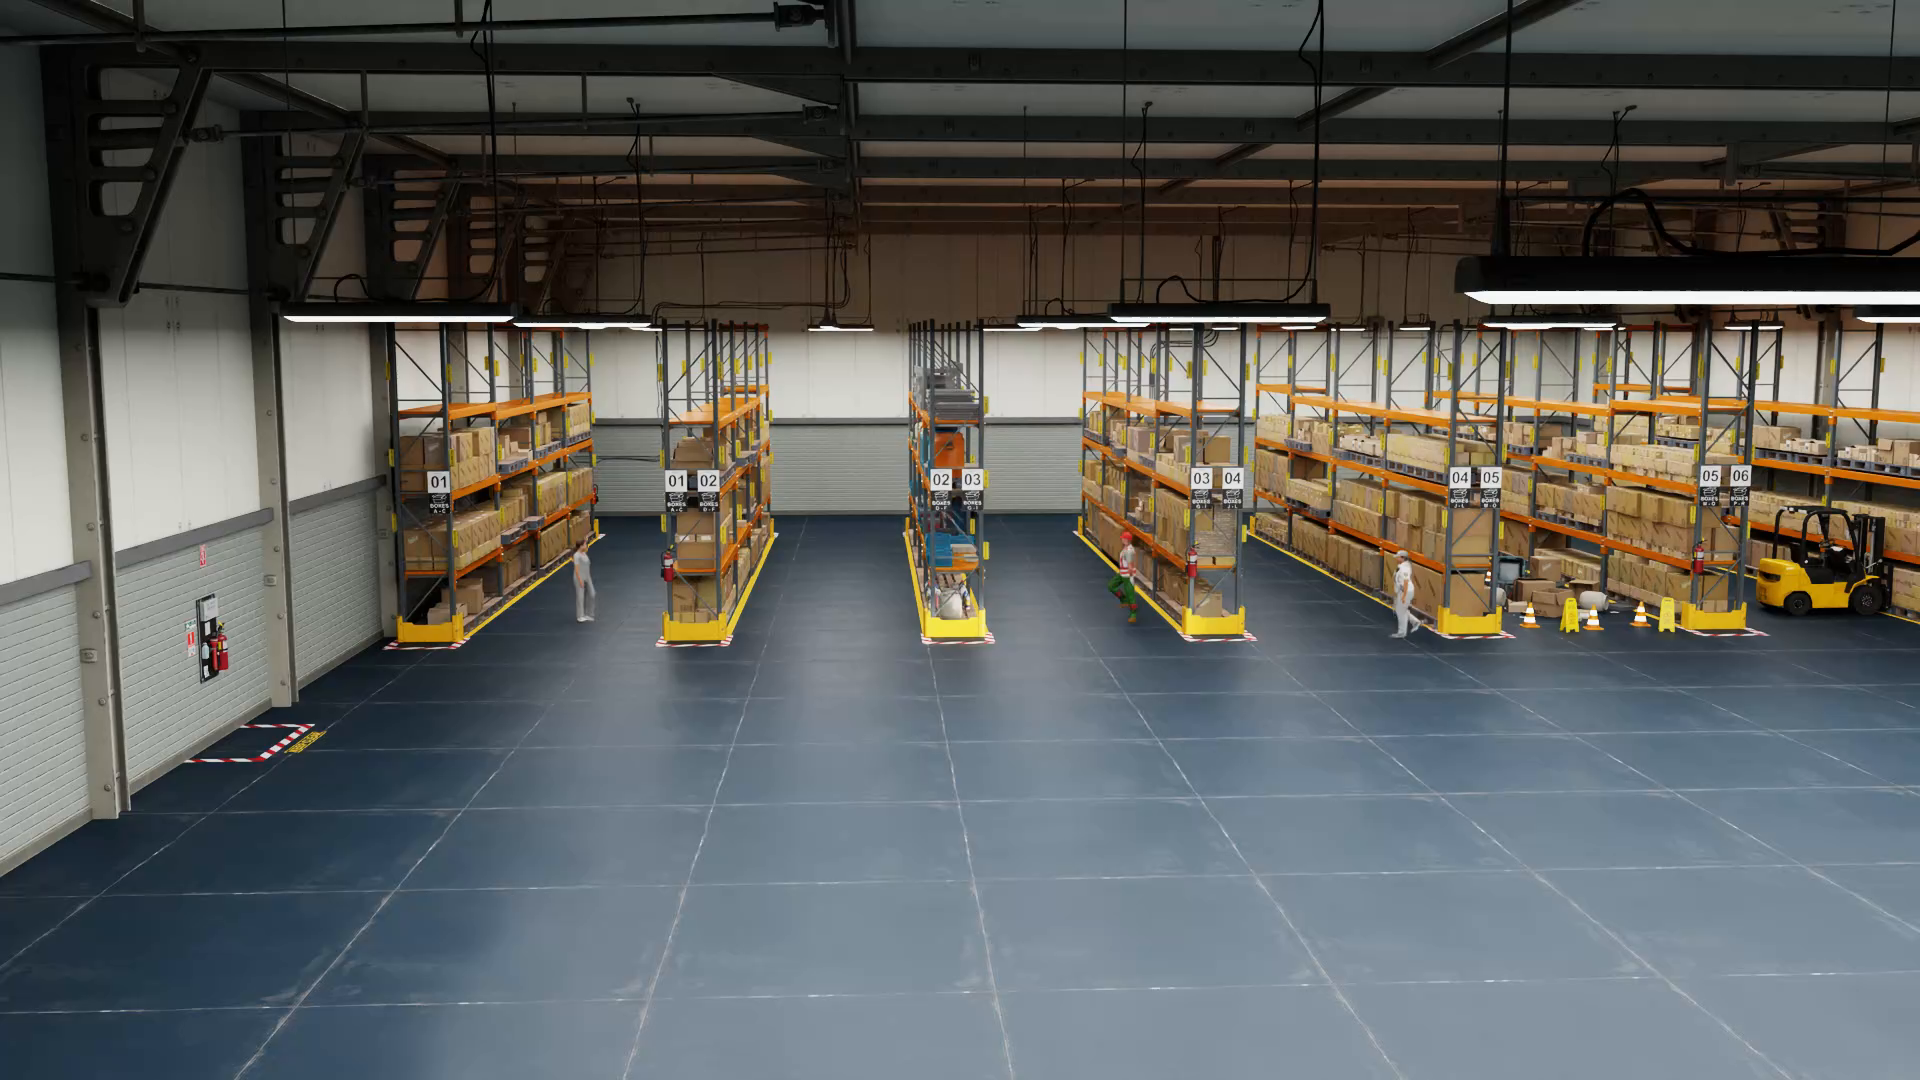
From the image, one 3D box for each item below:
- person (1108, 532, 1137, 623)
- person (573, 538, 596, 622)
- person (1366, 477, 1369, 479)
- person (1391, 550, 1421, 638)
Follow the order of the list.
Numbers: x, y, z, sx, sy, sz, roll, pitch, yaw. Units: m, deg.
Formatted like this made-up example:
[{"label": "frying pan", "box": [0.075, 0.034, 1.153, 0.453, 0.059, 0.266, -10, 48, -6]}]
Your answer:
[{"label": "person", "box": [3.260, 0.724, 33.171, 0.528, 1.786, 0.683, -1, 7, -6]}, {"label": "person", "box": [-7.554, 0.826, 33.277, 0.393, 1.730, 0.456, 5, 9, 35]}, {"label": "person", "box": [11.251, -0.848, 46.111, 0.505, 1.785, 0.630, 0, 7, 1]}, {"label": "person", "box": [8.470, 1.016, 31.531, 0.573, 1.657, 0.530, 2, 7, 14]}]
